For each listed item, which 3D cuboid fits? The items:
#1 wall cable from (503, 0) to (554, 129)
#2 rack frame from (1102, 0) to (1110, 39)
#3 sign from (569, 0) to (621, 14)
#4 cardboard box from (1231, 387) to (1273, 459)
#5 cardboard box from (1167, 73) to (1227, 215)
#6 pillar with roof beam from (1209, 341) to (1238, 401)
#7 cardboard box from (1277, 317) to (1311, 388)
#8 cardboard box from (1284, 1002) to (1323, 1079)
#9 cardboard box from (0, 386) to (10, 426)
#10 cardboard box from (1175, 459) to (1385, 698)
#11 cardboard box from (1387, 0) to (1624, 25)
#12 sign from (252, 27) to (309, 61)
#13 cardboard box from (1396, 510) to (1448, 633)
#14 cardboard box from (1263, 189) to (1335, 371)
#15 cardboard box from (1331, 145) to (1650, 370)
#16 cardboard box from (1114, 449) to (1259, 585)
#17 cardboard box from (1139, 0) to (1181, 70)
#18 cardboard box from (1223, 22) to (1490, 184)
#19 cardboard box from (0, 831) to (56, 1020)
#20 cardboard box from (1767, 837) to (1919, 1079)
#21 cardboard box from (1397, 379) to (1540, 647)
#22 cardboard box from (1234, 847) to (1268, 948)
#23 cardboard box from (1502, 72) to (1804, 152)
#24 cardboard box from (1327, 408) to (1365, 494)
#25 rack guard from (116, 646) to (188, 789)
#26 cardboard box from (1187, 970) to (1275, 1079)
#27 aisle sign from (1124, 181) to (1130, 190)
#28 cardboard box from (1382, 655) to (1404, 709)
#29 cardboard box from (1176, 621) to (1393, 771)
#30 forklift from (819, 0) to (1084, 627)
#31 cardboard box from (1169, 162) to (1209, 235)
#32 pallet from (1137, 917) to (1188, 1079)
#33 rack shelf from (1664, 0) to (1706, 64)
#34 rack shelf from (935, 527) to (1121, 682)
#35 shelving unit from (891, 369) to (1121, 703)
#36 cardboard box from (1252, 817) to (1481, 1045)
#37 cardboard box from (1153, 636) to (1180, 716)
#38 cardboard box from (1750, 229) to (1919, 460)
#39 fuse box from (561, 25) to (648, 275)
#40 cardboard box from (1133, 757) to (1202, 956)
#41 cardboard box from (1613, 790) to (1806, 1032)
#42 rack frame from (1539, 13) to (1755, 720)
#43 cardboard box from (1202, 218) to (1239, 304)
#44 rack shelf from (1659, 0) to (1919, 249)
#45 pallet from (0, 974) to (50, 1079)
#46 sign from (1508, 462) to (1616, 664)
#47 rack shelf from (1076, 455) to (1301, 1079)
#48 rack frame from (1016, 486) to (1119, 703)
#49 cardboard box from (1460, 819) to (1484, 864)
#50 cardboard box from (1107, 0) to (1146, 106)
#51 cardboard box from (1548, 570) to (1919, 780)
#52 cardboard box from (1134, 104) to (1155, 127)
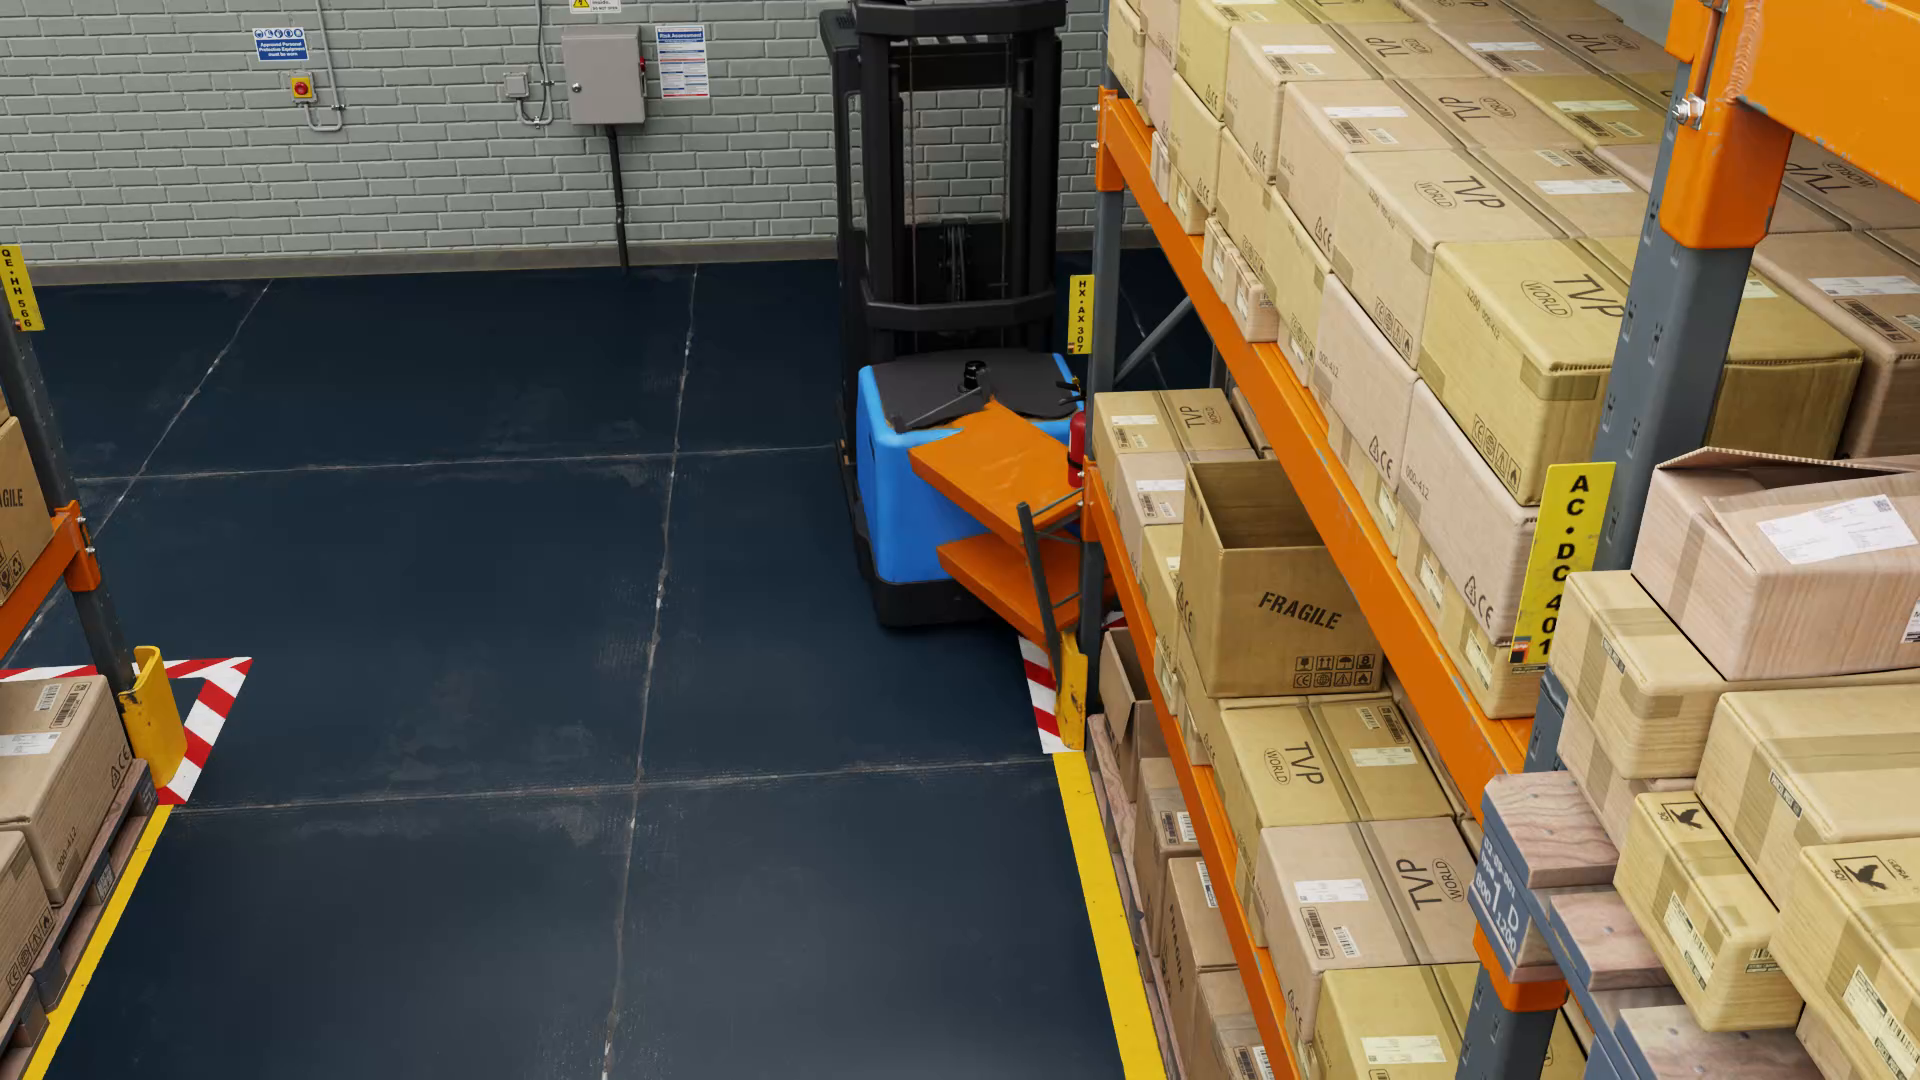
[{"bbox_3d":[-3.069,-3.674,10.985,0.588,1.984,0.122,-3,31,-5],"label":"wall cable"},{"bbox_3d":[1.012,-3.101,5.167,1.000,3.000,0.127,-3,31,-5],"label":"rack frame"},{"bbox_3d":[-2.449,-3.647,11.126,0.339,0.242,0.001,-3,31,-5],"label":"sign"},{"bbox_3d":[1.319,-0.367,6.295,0.500,0.250,0.500,-2,31,-3],"label":"cardboard box"},{"bbox_3d":[0.884,-1.117,4.625,0.500,0.250,0.500,-4,31,-6],"label":"cardboard box"},{"bbox_3d":[-2.629,-4.315,7.198,9.100,9.000,0.400,-3,31,-5],"label":"pillar with roof beam"},{"bbox_3d":[0.978,-0.487,3.961,0.380,0.149,0.250,-2,31,-4],"label":"cardboard box"},{"bbox_3d":[1.010,1.210,4.044,0.380,0.149,0.250,-2,31,-3],"label":"cardboard box"},{"bbox_3d":[-3.648,-0.523,5.629,0.500,0.500,0.500,-2,31,-3],"label":"cardboard box"},{"bbox_3d":[0.926,0.099,4.783,0.500,0.500,0.500,-2,31,-3],"label":"cardboard box"},{"bbox_3d":[1.438,-1.350,4.528,0.500,0.250,0.500,-2,31,-4],"label":"cardboard box"},{"bbox_3d":[-4.534,-3.309,11.101,0.327,0.218,0.001,-3,31,-5],"label":"sign"},{"bbox_3d":[1.038,0.042,3.074,0.380,0.149,0.250,-3,31,-5],"label":"cardboard box"},{"bbox_3d":[0.996,-0.596,3.753,0.500,0.250,0.500,-2,31,-4],"label":"cardboard box"},{"bbox_3d":[1.043,-0.554,3.196,0.500,0.250,0.500,-3,31,-5],"label":"cardboard box"},{"bbox_3d":[0.833,-0.087,5.827,0.500,0.250,0.500,-2,31,-4],"label":"cardboard box"},{"bbox_3d":[0.832,-1.592,4.934,0.500,0.250,0.500,-3,31,-5],"label":"cardboard box"},{"bbox_3d":[0.950,-1.077,4.071,0.500,0.250,0.500,-2,31,-3],"label":"cardboard box"},{"bbox_3d":[-3.675,1.433,5.515,0.875,0.438,0.875,-2,31,-3],"label":"cardboard box"},{"bbox_3d":[1.054,0.424,1.639,0.380,0.149,0.250,-3,31,-6],"label":"cardboard box"},{"bbox_3d":[1.091,-0.069,2.871,0.500,0.250,0.500,-3,31,-4],"label":"cardboard box"},{"bbox_3d":[0.961,0.946,4.486,0.380,0.149,0.250,-3,31,-5],"label":"cardboard box"},{"bbox_3d":[1.511,-0.839,3.672,0.500,0.250,0.500,-3,31,-5],"label":"cardboard box"},{"bbox_3d":[1.003,-0.221,3.515,0.380,0.149,0.250,-3,31,-5],"label":"cardboard box"},{"bbox_3d":[-3.932,0.775,6.965,1.175,0.500,0.348,-3,31,-5],"label":"rack guard"},{"bbox_3d":[1.113,1.652,5.087,0.700,0.500,0.500,-4,31,-6],"label":"cardboard box"},{"bbox_3d":[0.713,-1.662,6.073,0.394,0.787,0.004,-3,31,-5],"label":"aisle sign"},{"bbox_3d":[1.456,0.416,4.984,0.500,0.250,0.500,-3,31,-5],"label":"cardboard box"},{"bbox_3d":[0.953,0.432,4.958,0.500,0.250,0.500,-4,31,-6],"label":"cardboard box"},{"bbox_3d":[-0.101,-1.585,8.545,1.130,2.935,3.031,-5,31,-8],"label":"forklift"},{"bbox_3d":[0.820,-1.002,4.822,0.380,0.149,0.250,-3,31,-5],"label":"cardboard box"},{"bbox_3d":[1.205,1.739,5.633,1.003,0.211,1.213,-3,31,-5],"label":"pallet"},{"bbox_3d":[1.199,-1.770,3.642,1.077,0.370,4.000,-3,31,-5],"label":"rack shelf"},{"bbox_3d":[0.335,0.186,7.577,0.538,0.278,1.000,-29,38,-20],"label":"rack shelf"},{"bbox_3d":[0.286,-0.008,7.437,0.538,1.125,1.048,-29,38,-20],"label":"shelving unit"},{"bbox_3d":[1.033,0.950,4.091,0.500,0.250,0.500,-3,31,-4],"label":"cardboard box"},{"bbox_3d":[0.840,0.423,5.361,0.380,0.149,0.250,-4,31,-6],"label":"cardboard box"},{"bbox_3d":[1.622,-0.316,2.797,0.500,0.250,0.500,-3,31,-5],"label":"cardboard box"},{"bbox_3d":[-2.375,-2.637,11.496,0.539,1.711,0.414,-3,31,-5],"label":"fuse box"},{"bbox_3d":[1.016,1.122,5.974,0.700,0.500,0.500,-2,31,-3],"label":"cardboard box"},{"bbox_3d":[1.007,0.419,1.937,0.380,0.149,0.250,-2,31,-4],"label":"cardboard box"},{"bbox_3d":[1.385,-1.059,1.748,1.000,3.000,0.127,-3,31,-5],"label":"rack frame"},{"bbox_3d":[0.857,-0.744,4.391,0.380,0.149,0.250,-3,31,-4],"label":"cardboard box"},{"bbox_3d":[1.572,0.443,0.325,1.077,0.370,4.000,-3,31,-5],"label":"rack shelf"},{"bbox_3d":[-3.666,1.937,5.301,1.003,0.211,1.213,-3,31,-5],"label":"pallet"},{"bbox_3d":[0.846,0.037,2.334,0.100,0.325,0.005,-3,31,-5],"label":"sign"},{"bbox_3d":[1.199,0.804,5.180,1.077,0.370,4.000,-3,31,-5],"label":"rack shelf"},{"bbox_3d":[0.552,0.199,7.057,0.500,1.125,0.032,-29,38,-20],"label":"rack frame"},{"bbox_3d":[1.554,0.932,4.121,0.500,0.250,0.500,-3,31,-5],"label":"cardboard box"},{"bbox_3d":[0.781,-1.637,5.497,0.500,0.250,0.500,-3,31,-5],"label":"cardboard box"},{"bbox_3d":[0.977,0.159,2.081,0.380,0.149,0.250,-2,31,-3],"label":"cardboard box"},{"bbox_3d":[0.810,-1.532,5.709,0.380,0.149,0.250,-2,31,-4],"label":"cardboard box"}]
